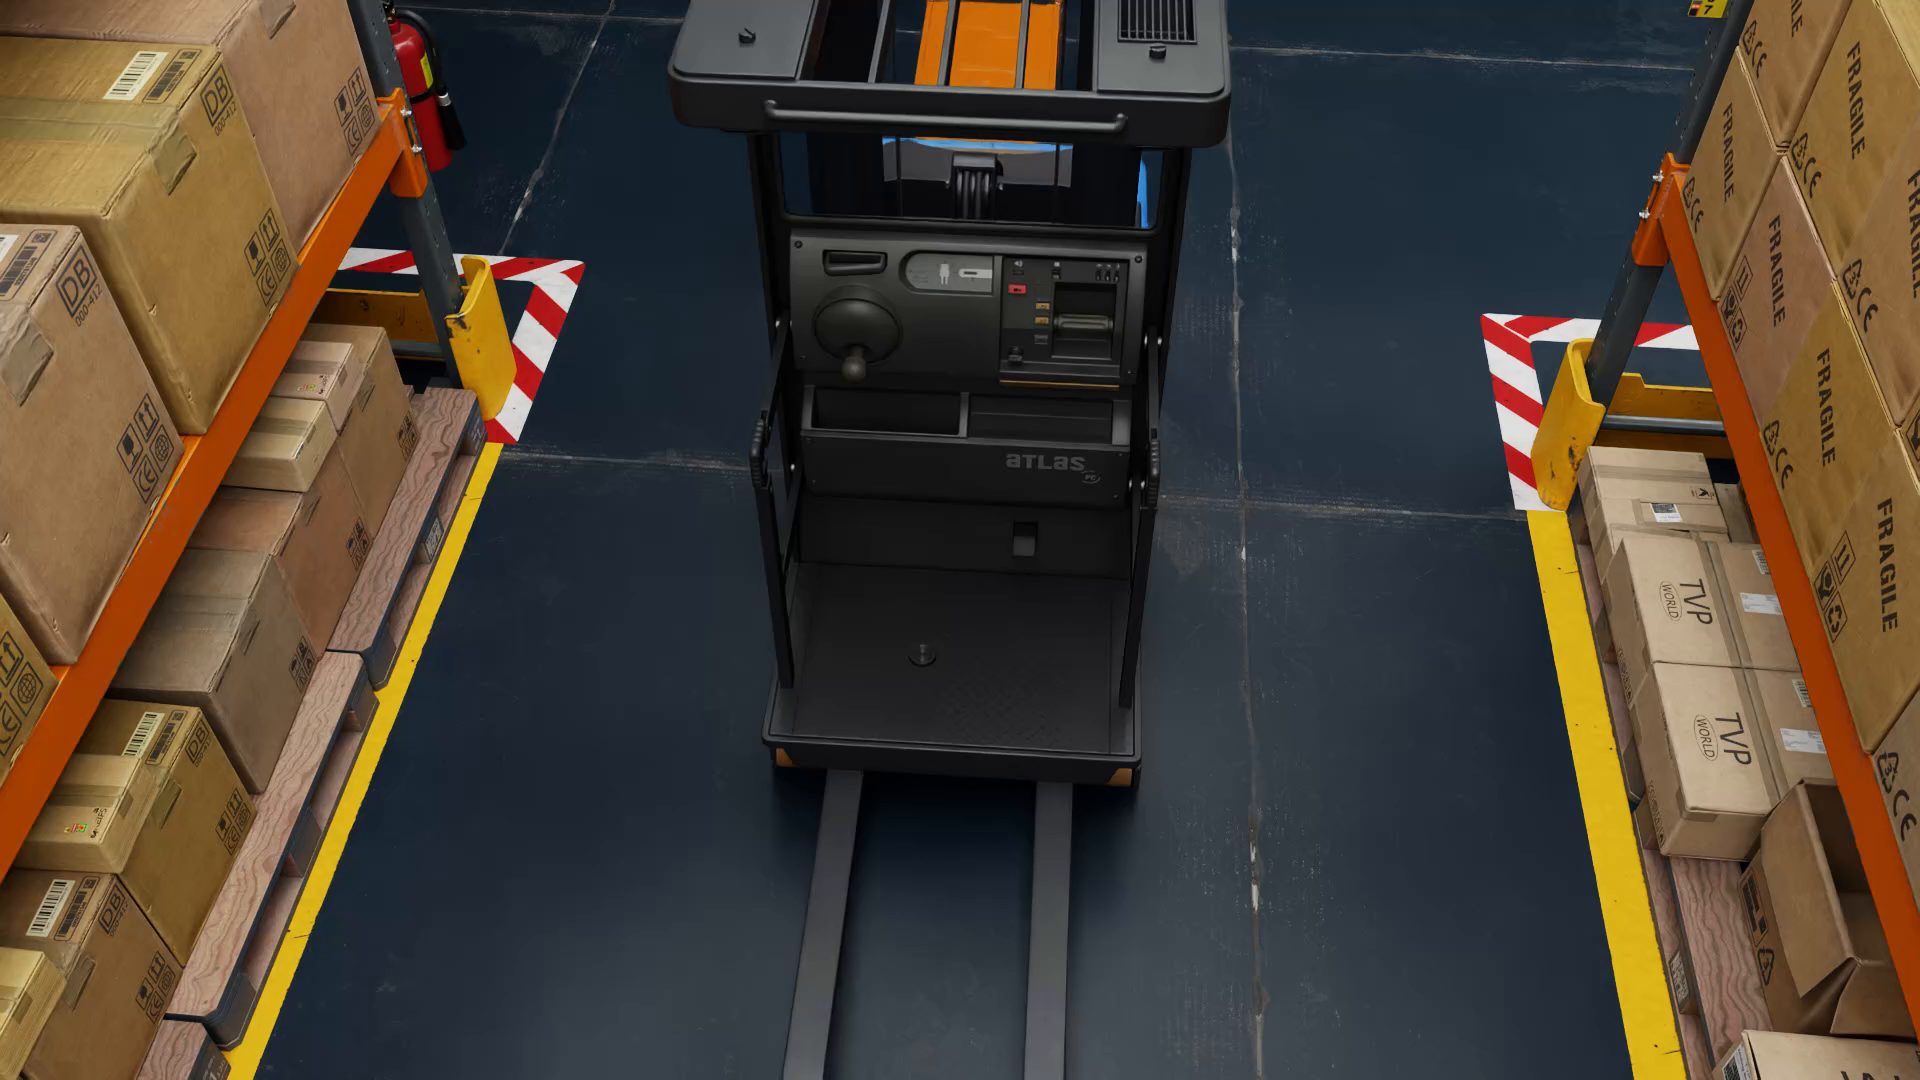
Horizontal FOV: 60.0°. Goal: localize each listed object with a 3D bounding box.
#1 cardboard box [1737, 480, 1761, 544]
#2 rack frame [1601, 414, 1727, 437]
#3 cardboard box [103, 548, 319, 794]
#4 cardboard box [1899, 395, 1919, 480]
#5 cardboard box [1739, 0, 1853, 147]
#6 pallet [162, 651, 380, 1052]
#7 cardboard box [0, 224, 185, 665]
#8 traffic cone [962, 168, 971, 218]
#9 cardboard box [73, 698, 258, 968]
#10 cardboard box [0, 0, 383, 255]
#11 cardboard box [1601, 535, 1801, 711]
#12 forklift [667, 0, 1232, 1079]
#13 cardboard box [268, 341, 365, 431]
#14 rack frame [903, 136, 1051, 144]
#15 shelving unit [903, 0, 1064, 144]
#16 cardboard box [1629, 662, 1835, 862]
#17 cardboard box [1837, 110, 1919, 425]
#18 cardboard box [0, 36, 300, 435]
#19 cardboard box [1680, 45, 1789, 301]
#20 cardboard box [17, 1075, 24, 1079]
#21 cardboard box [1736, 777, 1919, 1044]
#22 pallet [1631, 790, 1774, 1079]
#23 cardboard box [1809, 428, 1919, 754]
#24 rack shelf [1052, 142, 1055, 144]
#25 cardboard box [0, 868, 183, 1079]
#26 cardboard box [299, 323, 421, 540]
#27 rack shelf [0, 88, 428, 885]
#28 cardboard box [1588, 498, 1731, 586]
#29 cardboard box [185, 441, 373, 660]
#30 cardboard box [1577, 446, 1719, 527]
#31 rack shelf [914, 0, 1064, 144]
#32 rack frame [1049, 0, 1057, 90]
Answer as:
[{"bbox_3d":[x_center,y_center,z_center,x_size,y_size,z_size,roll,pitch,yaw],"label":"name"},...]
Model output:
[{"bbox_3d":[2.846,-0.151,5.251,0.500,0.500,0.500,4,48,4],"label":"cardboard box"},{"bbox_3d":[2.647,-1.262,4.872,0.949,2.616,0.053,4,48,4],"label":"rack frame"},{"bbox_3d":[-2.338,0.368,4.790,0.700,0.500,0.500,2,48,2],"label":"cardboard box"},{"bbox_3d":[2.211,-0.200,3.155,0.500,0.500,0.500,3,48,3],"label":"cardboard box"},{"bbox_3d":[2.347,-1.325,4.184,0.500,0.500,0.500,5,48,5],"label":"cardboard box"},{"bbox_3d":[-2.392,0.835,4.843,1.003,0.211,1.213,4,48,4],"label":"pallet"},{"bbox_3d":[-2.453,-0.223,3.718,0.980,0.700,0.700,2,48,2],"label":"cardboard box"},{"bbox_3d":[0.002,-0.587,4.818,0.062,1.202,0.307,4,48,4],"label":"traffic cone"},{"bbox_3d":[-2.379,0.760,4.431,0.700,0.500,0.500,5,48,4],"label":"cardboard box"},{"bbox_3d":[-2.320,-1.318,4.720,0.980,0.700,0.700,6,48,5],"label":"cardboard box"},{"bbox_3d":[2.273,0.265,5.040,0.500,0.250,0.500,4,48,4],"label":"cardboard box"},{"bbox_3d":[0.005,-0.500,4.221,1.130,2.935,3.031,3,48,3],"label":"forklift"},{"bbox_3d":[-2.078,-0.482,5.128,0.380,0.149,0.250,3,48,3],"label":"cardboard box"},{"bbox_3d":[0.058,-1.037,5.936,0.500,1.125,0.032,3,48,3],"label":"rack frame"},{"bbox_3d":[0.094,-1.411,6.279,0.538,1.125,1.048,3,48,3],"label":"shelving unit"},{"bbox_3d":[2.227,0.633,4.704,0.500,0.250,0.500,4,48,4],"label":"cardboard box"},{"bbox_3d":[2.257,-0.573,3.496,0.500,0.500,0.500,4,48,4],"label":"cardboard box"},{"bbox_3d":[-2.375,-0.783,4.230,0.980,0.700,0.700,4,48,3],"label":"cardboard box"},{"bbox_3d":[2.347,-0.988,4.553,0.500,0.500,0.500,5,48,4],"label":"cardboard box"},{"bbox_3d":[-2.477,1.506,3.749,0.700,0.500,0.500,4,48,4],"label":"cardboard box"},{"bbox_3d":[2.452,0.990,4.205,0.797,0.503,0.637,4,48,4],"label":"cardboard box"},{"bbox_3d":[2.458,1.215,4.496,1.003,0.211,1.213,4,48,4],"label":"pallet"},{"bbox_3d":[2.210,0.128,3.533,0.500,0.500,0.500,4,48,4],"label":"cardboard box"},{"bbox_3d":[0.094,-1.246,6.459,0.538,0.278,1.000,3,48,3],"label":"rack shelf"},{"bbox_3d":[-2.428,1.137,4.087,0.700,0.500,0.500,3,48,3],"label":"cardboard box"},{"bbox_3d":[-2.247,-0.370,5.465,0.700,0.500,0.500,4,48,4],"label":"cardboard box"},{"bbox_3d":[-2.465,0.120,4.095,1.077,0.370,4.000,4,48,4],"label":"rack shelf"},{"bbox_3d":[2.247,0.014,5.326,0.380,0.166,0.250,4,48,4],"label":"cardboard box"},{"bbox_3d":[-2.293,-0.002,5.128,0.700,0.500,0.500,4,48,3],"label":"cardboard box"},{"bbox_3d":[2.270,-0.164,5.501,0.380,0.149,0.250,4,48,4],"label":"cardboard box"},{"bbox_3d":[0.094,-1.609,6.063,0.538,0.278,1.000,3,48,3],"label":"rack shelf"},{"bbox_3d":[0.130,-1.786,6.621,0.500,1.125,0.032,3,48,3],"label":"rack frame"}]
